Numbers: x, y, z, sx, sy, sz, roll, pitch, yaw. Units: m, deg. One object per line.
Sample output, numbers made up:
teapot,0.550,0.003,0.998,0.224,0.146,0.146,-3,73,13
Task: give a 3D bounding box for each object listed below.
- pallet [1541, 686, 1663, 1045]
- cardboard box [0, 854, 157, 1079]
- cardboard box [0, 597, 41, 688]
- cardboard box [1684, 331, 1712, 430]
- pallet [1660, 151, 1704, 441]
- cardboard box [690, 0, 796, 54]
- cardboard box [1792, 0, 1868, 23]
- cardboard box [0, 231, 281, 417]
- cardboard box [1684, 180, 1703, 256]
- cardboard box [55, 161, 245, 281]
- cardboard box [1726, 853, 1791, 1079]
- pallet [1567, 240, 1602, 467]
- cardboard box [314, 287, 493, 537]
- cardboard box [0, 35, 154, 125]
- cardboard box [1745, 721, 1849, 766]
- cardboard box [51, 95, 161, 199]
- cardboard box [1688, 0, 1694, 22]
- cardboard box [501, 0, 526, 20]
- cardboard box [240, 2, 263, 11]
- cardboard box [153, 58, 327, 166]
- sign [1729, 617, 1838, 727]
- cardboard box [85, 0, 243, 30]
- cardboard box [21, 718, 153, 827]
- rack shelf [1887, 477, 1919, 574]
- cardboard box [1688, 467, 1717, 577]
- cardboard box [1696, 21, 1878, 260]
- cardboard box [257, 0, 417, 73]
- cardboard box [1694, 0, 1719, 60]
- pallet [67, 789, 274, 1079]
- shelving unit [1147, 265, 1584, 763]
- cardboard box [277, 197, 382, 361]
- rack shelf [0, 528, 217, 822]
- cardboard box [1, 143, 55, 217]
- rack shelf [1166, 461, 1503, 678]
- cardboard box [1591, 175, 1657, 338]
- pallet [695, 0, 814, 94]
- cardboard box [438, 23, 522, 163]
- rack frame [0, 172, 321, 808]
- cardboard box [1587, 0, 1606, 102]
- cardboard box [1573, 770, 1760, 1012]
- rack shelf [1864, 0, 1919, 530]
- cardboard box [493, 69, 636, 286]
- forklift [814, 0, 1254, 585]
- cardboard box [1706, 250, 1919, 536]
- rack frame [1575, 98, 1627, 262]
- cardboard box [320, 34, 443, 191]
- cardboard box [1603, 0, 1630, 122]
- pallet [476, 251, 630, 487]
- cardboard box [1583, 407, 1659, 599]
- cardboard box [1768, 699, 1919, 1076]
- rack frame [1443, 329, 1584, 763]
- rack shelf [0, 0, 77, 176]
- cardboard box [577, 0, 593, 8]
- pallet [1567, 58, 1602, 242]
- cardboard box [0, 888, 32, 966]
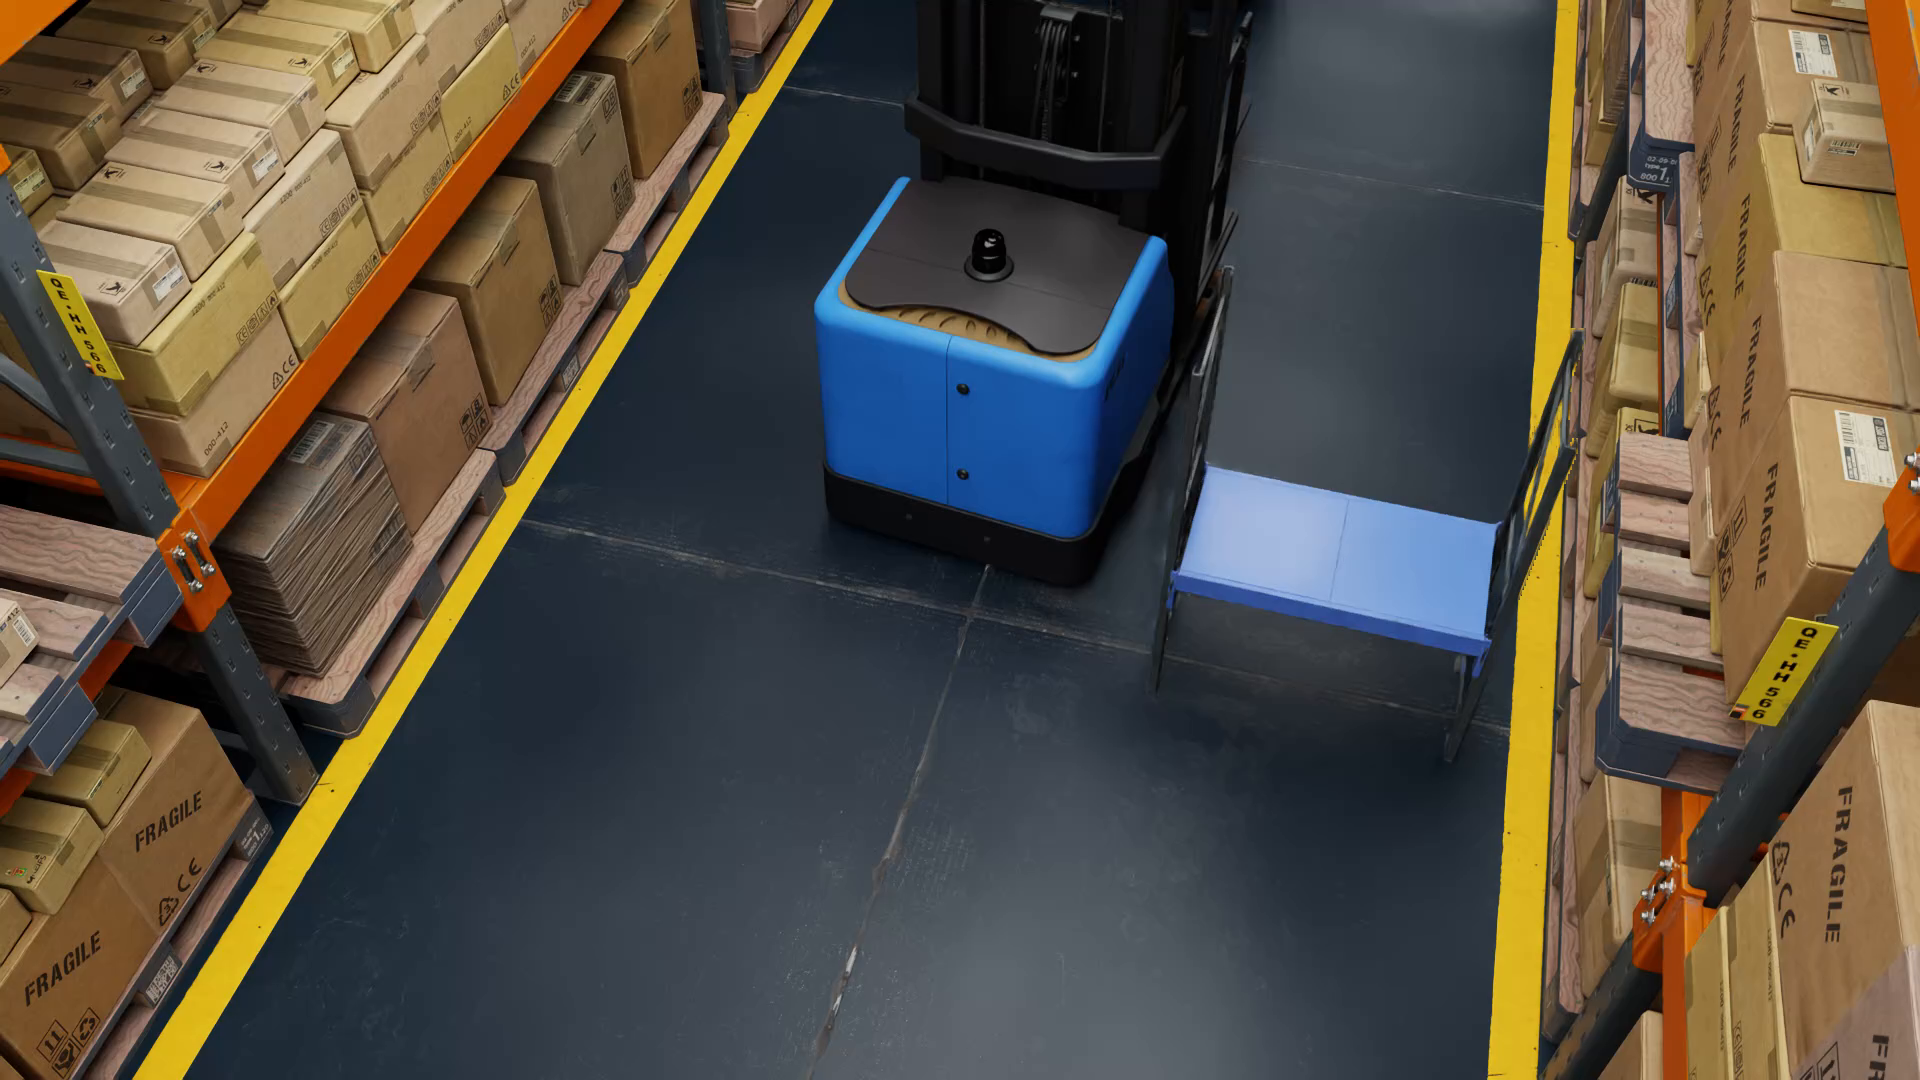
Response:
pallet,2.365,1.081,5.156,1.003,0.211,1.213,12,50,10
cardboard box,-2.678,1.142,4.628,0.500,0.500,0.500,11,49,9
cardboard box,-2.435,0.241,3.924,0.380,0.149,0.250,12,50,11
cardboard box,2.174,-0.398,4.488,0.380,0.149,0.250,12,50,11
pallet,2.639,-0.654,4.954,1.003,0.211,1.213,12,50,10
cardboard box,-1.133,-2.661,8.152,0.500,0.250,0.500,12,50,10
cardboard box,2.559,-1.579,4.665,0.380,0.149,0.250,14,50,12
cardboard box,-2.255,-0.638,4.579,0.500,0.250,0.500,12,50,10
cardboard box,2.390,-0.952,4.977,0.380,0.149,0.250,13,50,11
cardboard box,-2.195,-0.868,4.516,0.380,0.149,0.250,13,50,11
cardboard box,1.786,0.925,3.200,0.500,0.250,0.500,11,50,10
pallet,3.007,-0.684,6.713,1.003,0.211,1.213,12,50,10
cardboard box,-2.290,-0.530,6.021,0.875,0.625,0.625,13,50,11
cardboard box,-2.656,-1.355,4.946,0.380,0.149,0.250,11,49,9
cardboard box,2.017,0.383,3.798,0.380,0.149,0.250,13,50,11
cardboard box,-2.649,-1.120,5.004,0.500,0.250,0.500,12,50,10
cardboard box,2.760,-1.889,5.804,0.380,0.149,0.250,12,50,11
cardboard box,-1.730,-2.115,5.883,0.500,0.250,0.500,12,50,11
cardboard box,-2.375,-1.844,5.643,0.500,0.250,0.500,11,49,9
cardboard box,-2.095,-1.250,4.853,0.380,0.149,0.250,12,50,10
sign,1.632,0.266,3.296,0.100,0.325,0.005,12,50,10
cardboard box,-2.527,-1.726,5.273,0.380,0.149,0.250,11,49,9
cardboard box,-2.518,0.627,4.651,0.380,0.149,0.250,9,49,8
rack shelf,1.631,1.415,1.480,1.077,0.370,4.000,12,50,10
cardboard box,2.041,-0.016,4.151,0.380,0.149,0.250,11,50,10
cardboard box,2.411,-1.067,4.646,0.500,0.500,0.500,10,49,8
cardboard box,-1.934,-1.610,5.171,0.380,0.149,0.250,13,50,11
cardboard box,2.679,-1.796,5.289,0.500,0.500,0.500,12,50,10
pallet,-2.865,1.201,5.049,1.003,0.211,1.213,12,50,10
shelving unit,1.222,-0.036,5.282,1.048,1.500,0.538,12,50,11
cardboard box,-2.142,-0.840,5.091,0.500,0.250,0.500,11,49,9
rack shelf,-3.158,1.431,3.467,1.077,0.370,4.000,12,50,10
cardboard box,-2.781,-0.988,4.622,0.380,0.149,0.250,13,50,11
rack shelf,1.222,0.083,5.417,1.000,0.185,0.538,12,50,11
cardboard box,3.075,-1.060,6.658,0.950,0.372,0.625,12,50,11
pallet,-1.330,-2.792,8.573,1.003,0.211,1.213,12,50,10
cardboard box,-1.875,-1.589,5.752,0.500,0.250,0.500,13,50,11
rack frame,-2.632,-0.254,4.474,1.000,3.000,0.127,12,50,10
cardboard box,3.237,-2.267,7.804,0.500,0.250,0.500,10,49,9
cardboard box,2.316,1.047,4.798,0.950,0.372,0.625,9,49,7
rack shelf,2.684,-1.478,4.033,1.077,0.370,4.000,12,50,10
cardboard box,-1.917,-1.561,6.931,0.875,0.625,0.625,11,50,10
forklift,0.501,-1.937,6.005,1.130,2.935,3.031,16,51,14
cardboard box,2.135,-0.308,3.976,0.500,0.500,0.500,11,49,9
rack frame,3.210,-2.171,6.165,1.000,3.000,0.127,12,50,10
cardboard box,-1.991,-1.380,5.234,0.500,0.250,0.500,10,49,9
cardboard box,3.107,-2.129,7.182,0.500,0.500,0.500,11,49,10
pallet,-2.055,-0.799,6.814,1.003,0.211,1.213,12,50,10
cardboard box,2.707,-0.036,5.754,0.950,0.372,0.625,13,50,11
cardboard box,1.792,0.667,2.927,0.500,0.500,0.500,10,49,9
rack frame,1.710,0.071,5.187,0.032,1.500,0.500,12,50,11
rack shelf,-2.106,-2.455,4.895,1.077,0.370,4.000,12,50,10
cardboard box,-1.586,-2.317,6.394,0.500,0.250,0.500,11,50,10
pallet,3.353,-1.741,7.645,1.003,0.211,1.213,12,50,10
cardboard box,-2.671,1.012,4.311,0.380,0.149,0.250,10,49,9
